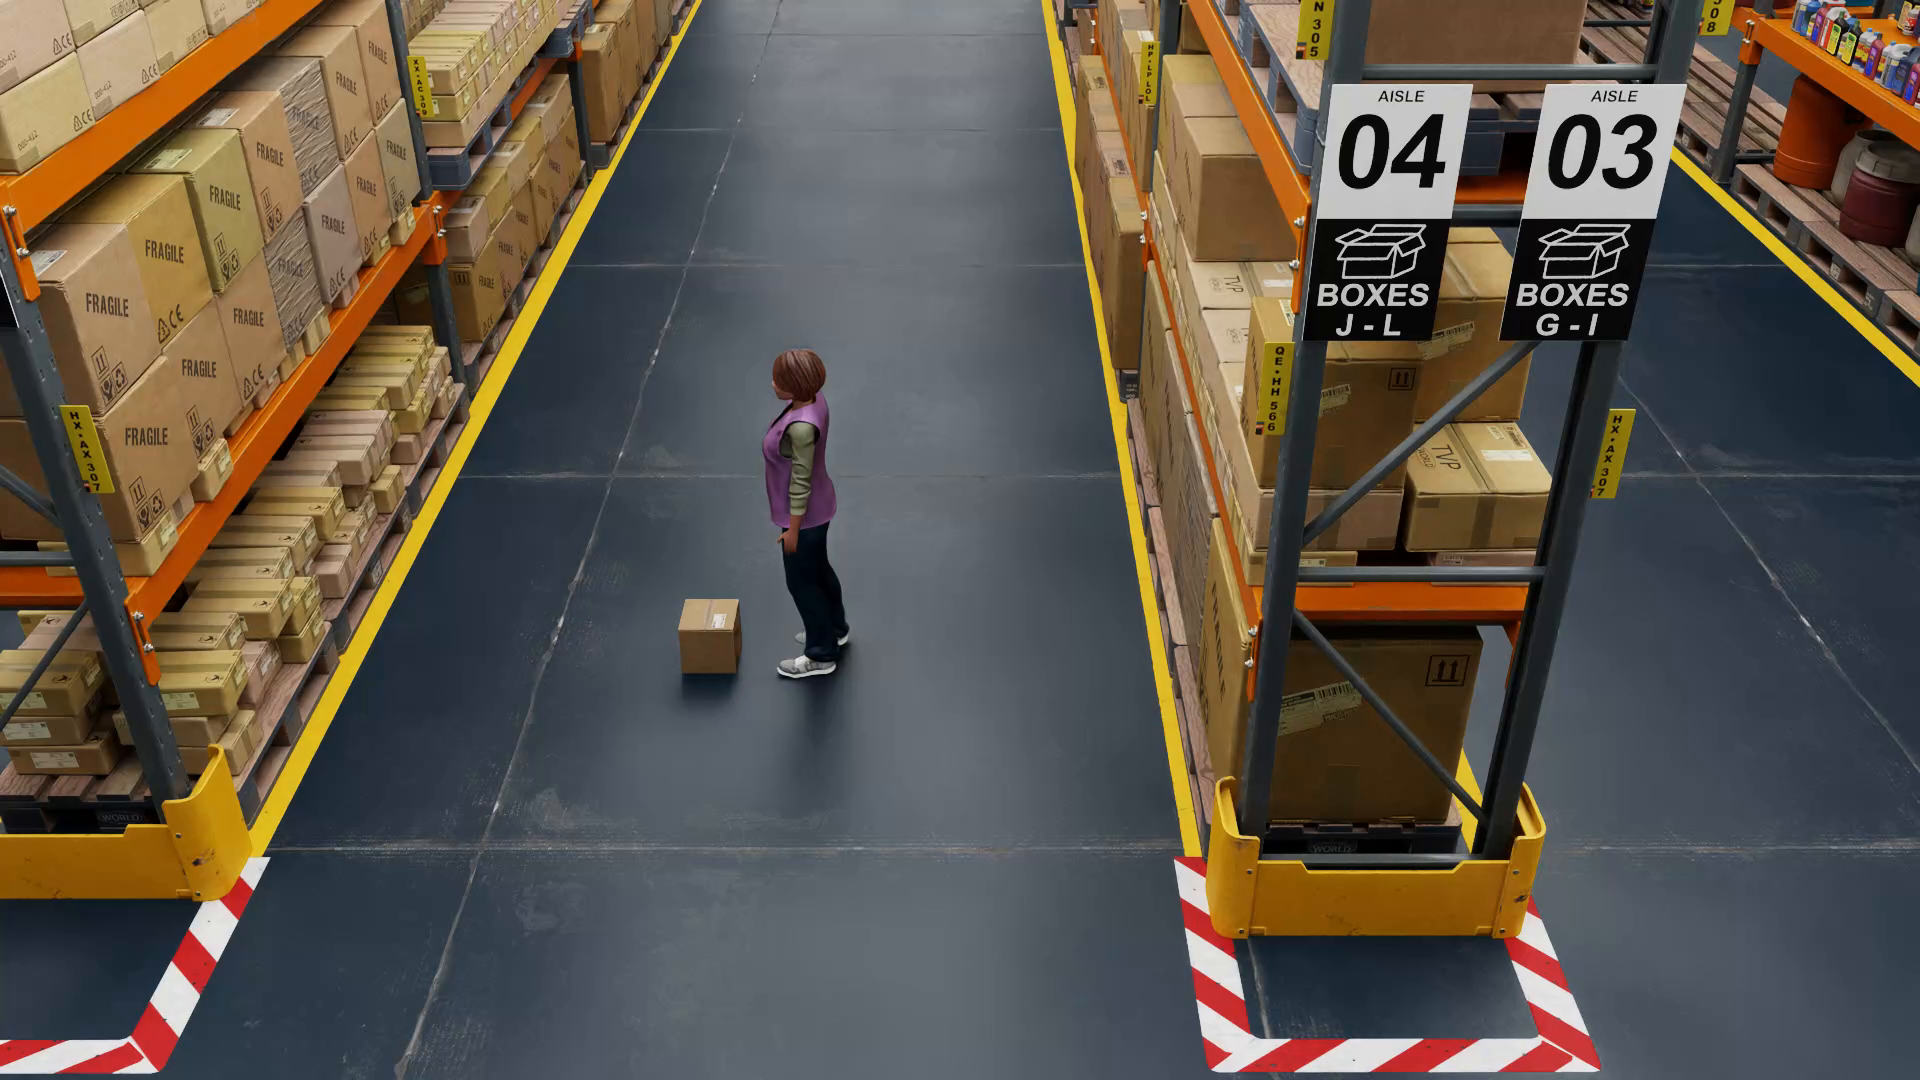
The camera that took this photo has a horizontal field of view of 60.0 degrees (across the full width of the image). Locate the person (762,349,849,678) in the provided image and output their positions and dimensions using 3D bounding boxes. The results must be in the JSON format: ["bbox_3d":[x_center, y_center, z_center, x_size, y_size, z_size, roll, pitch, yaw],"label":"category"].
[{"bbox_3d":[-0.681,-0.104,7.335,0.324,1.624,0.423,1,32,1],"label":"person"}]
